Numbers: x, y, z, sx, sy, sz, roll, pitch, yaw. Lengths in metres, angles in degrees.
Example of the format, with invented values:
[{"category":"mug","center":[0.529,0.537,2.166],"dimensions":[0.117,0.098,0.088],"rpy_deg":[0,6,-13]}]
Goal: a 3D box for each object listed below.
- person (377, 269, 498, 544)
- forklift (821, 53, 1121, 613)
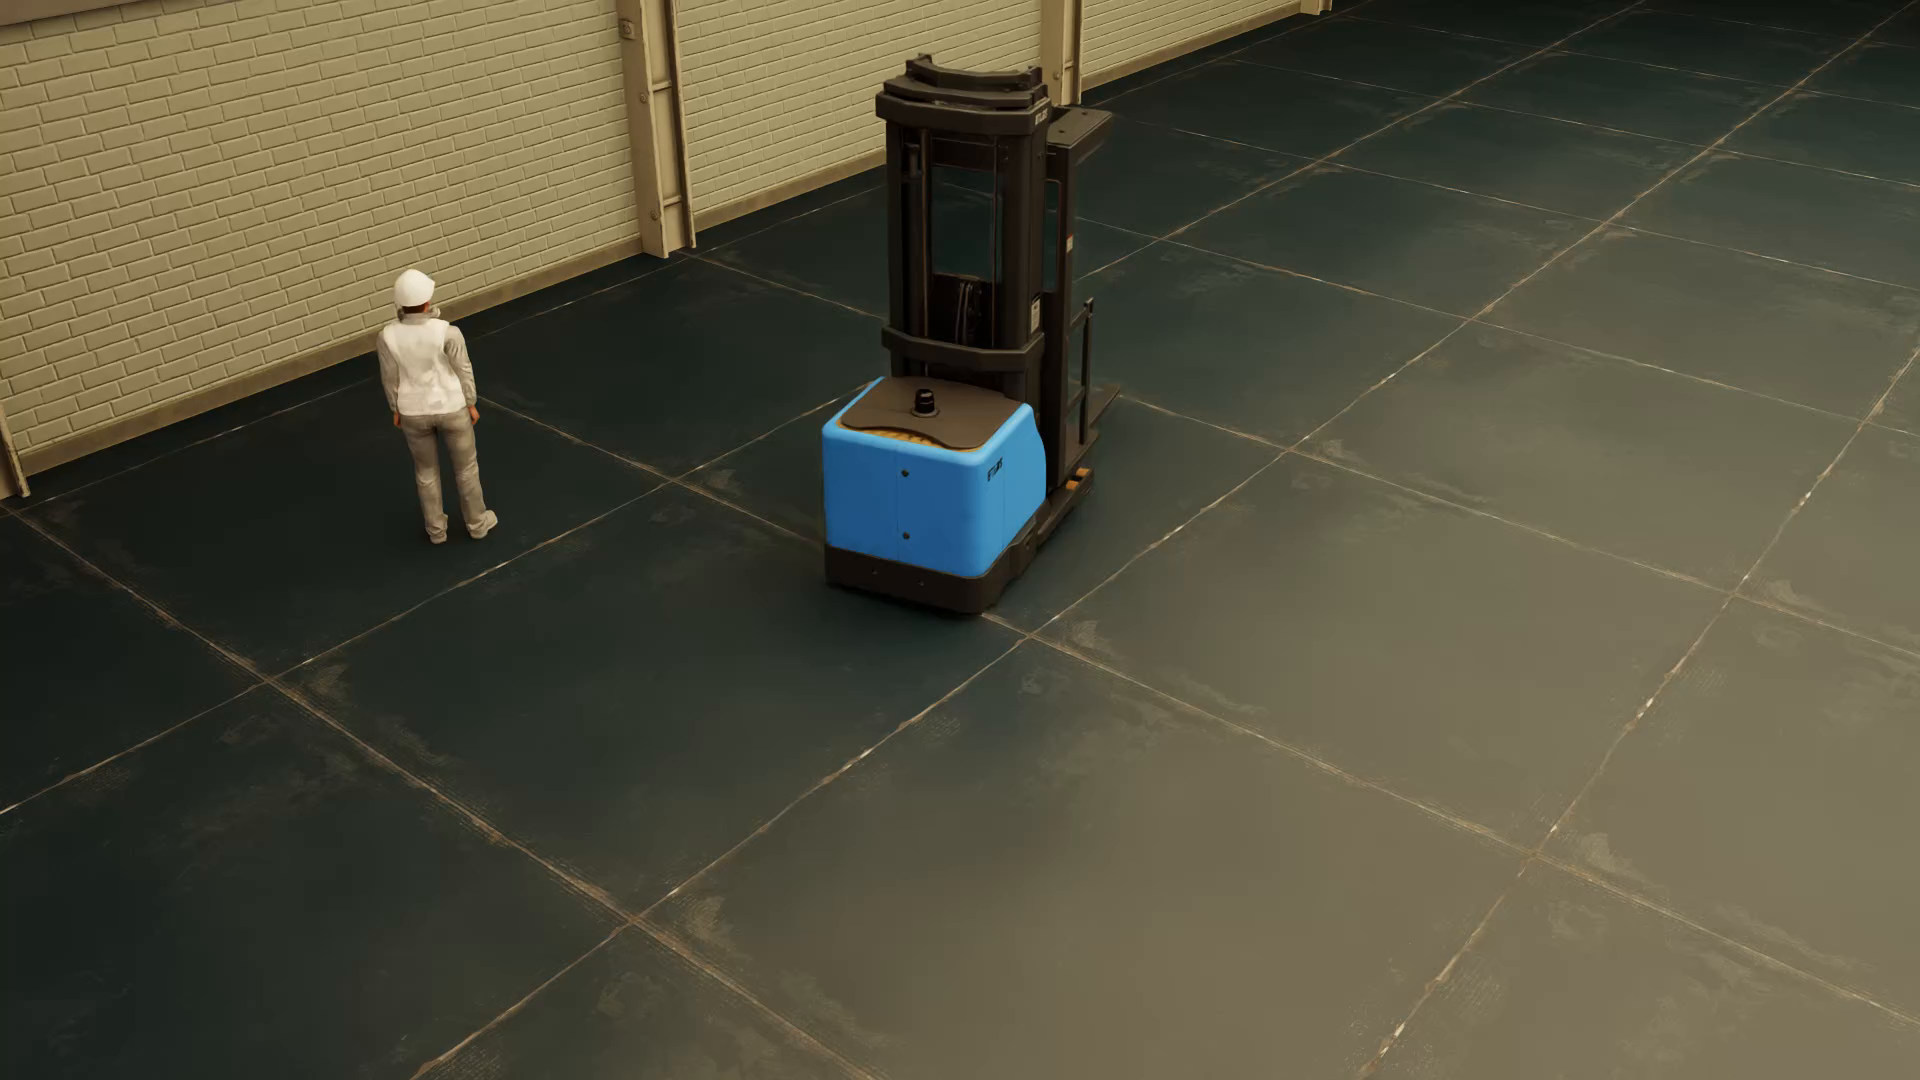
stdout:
[{"category":"person","center":[-3.202,-0.811,10.131],"dimensions":[0.530,1.776,0.360],"rpy_deg":[-4,31,-7]},{"category":"forklift","center":[0.244,-1.566,10.274],"dimensions":[1.130,2.935,3.031],"rpy_deg":[12,33,20]}]
